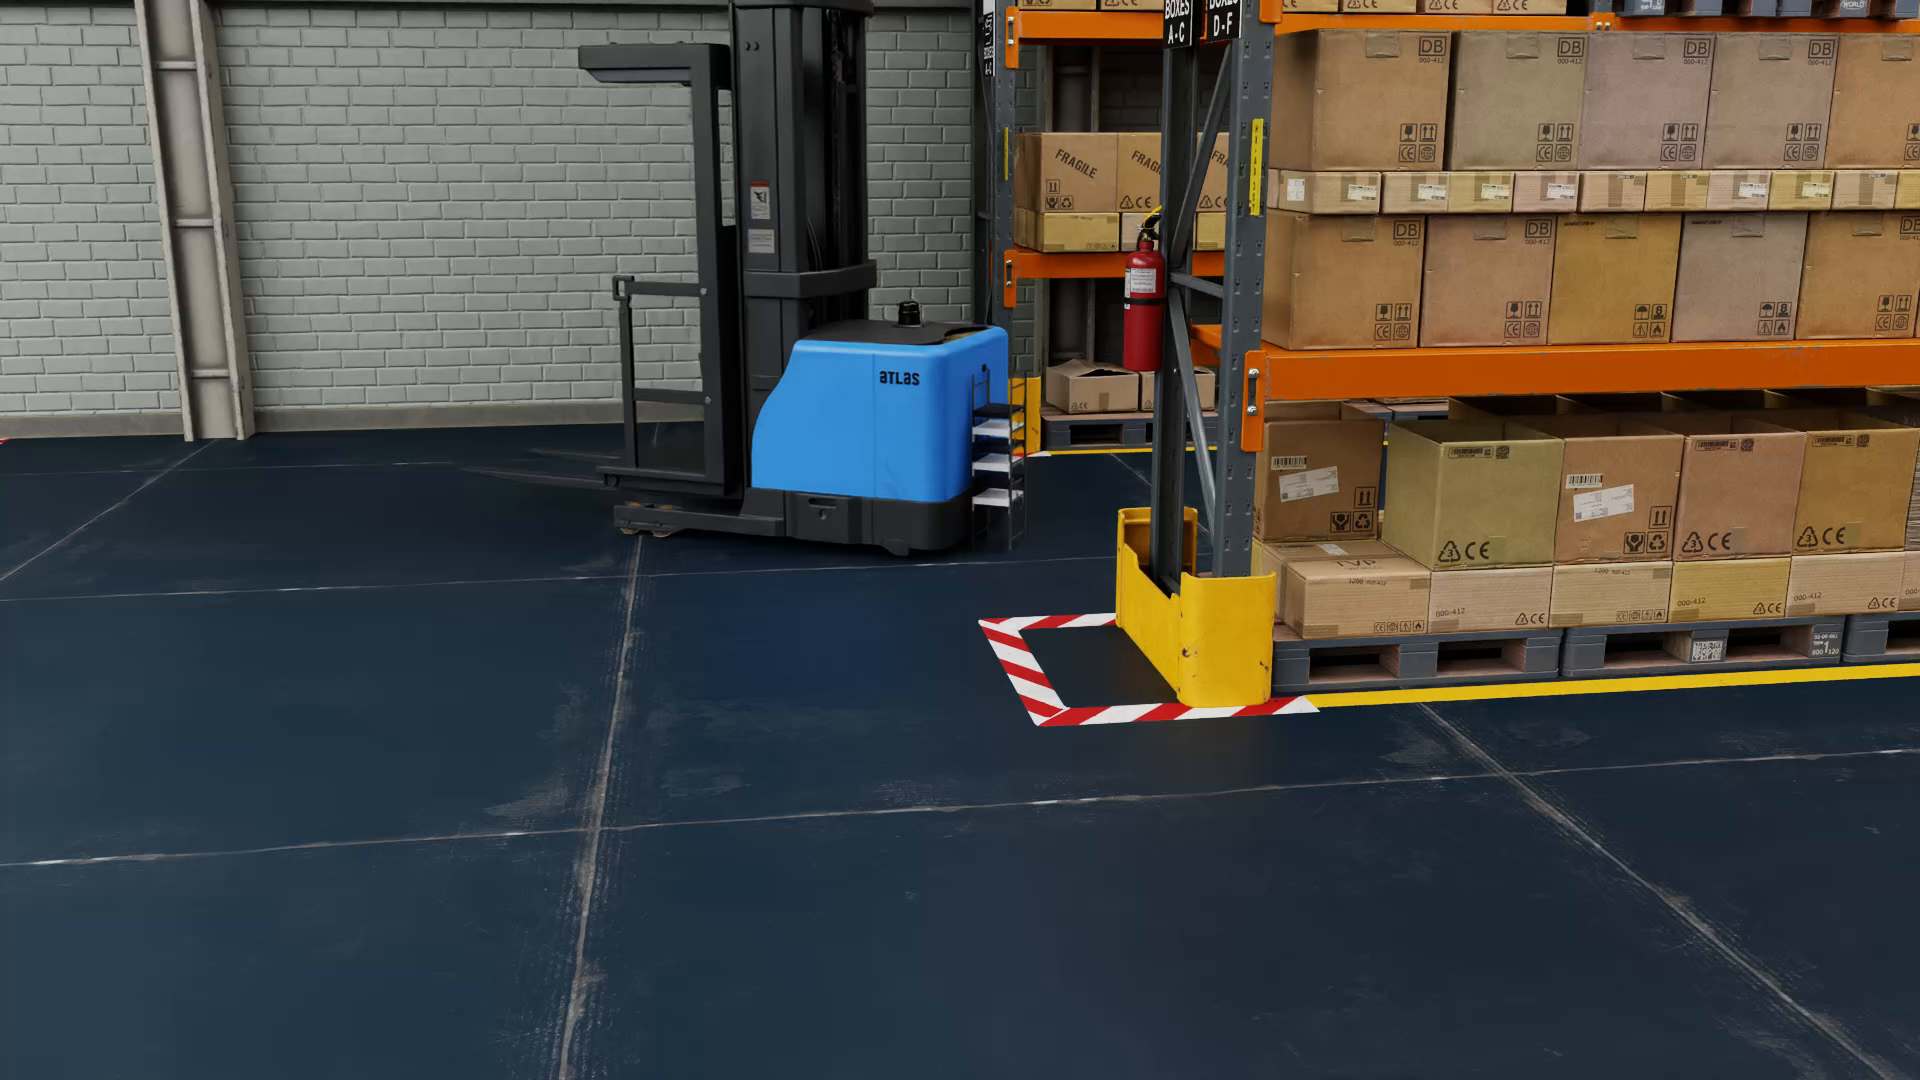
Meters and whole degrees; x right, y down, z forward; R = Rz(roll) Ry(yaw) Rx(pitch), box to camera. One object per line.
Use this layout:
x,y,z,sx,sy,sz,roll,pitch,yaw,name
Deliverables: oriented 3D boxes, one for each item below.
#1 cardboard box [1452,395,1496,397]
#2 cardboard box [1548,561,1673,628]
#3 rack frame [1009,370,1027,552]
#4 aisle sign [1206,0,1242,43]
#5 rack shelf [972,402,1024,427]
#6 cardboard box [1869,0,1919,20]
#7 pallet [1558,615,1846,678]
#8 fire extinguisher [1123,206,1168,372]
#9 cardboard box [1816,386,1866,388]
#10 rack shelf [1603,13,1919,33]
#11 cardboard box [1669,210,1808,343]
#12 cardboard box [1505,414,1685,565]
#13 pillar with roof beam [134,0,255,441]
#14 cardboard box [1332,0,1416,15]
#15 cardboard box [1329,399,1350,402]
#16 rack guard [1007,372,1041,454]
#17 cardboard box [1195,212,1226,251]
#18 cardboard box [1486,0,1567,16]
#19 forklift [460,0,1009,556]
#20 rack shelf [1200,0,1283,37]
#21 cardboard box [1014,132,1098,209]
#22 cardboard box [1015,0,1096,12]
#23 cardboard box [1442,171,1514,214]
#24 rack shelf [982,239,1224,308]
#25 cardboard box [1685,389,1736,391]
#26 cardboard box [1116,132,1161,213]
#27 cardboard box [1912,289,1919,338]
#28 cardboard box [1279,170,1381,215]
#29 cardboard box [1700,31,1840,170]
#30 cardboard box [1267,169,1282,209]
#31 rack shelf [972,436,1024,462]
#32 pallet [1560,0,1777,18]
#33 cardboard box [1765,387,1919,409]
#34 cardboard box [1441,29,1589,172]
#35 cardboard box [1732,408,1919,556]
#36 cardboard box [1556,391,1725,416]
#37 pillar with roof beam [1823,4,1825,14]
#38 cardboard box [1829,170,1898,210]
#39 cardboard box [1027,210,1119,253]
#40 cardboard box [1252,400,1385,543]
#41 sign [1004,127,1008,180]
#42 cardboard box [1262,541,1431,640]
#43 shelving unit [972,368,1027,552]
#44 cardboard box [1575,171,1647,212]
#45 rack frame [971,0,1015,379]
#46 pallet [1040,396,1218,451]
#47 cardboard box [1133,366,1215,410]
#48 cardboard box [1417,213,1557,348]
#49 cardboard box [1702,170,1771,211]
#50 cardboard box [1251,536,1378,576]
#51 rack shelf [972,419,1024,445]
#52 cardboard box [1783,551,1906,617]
3.641,-1.121,11.945,0.250,0.166,0.380,-4,15,-16,cardboard box
2.504,0.155,6.726,0.500,0.250,0.500,-2,14,-8,cardboard box
0.295,-0.401,8.473,0.006,0.900,0.240,5,15,21,rack frame
0.933,-2.157,5.811,0.004,0.787,0.394,-2,14,-8,aisle sign
0.201,-0.640,8.451,0.200,0.077,0.258,5,15,21,rack shelf
6.826,-3.943,11.859,0.637,0.503,0.797,0,14,0,cardboard box
2.906,0.299,7.094,1.213,0.211,1.003,-2,14,-8,pallet
0.766,-1.042,6.869,0.183,0.674,0.296,-2,14,-8,fire extinguisher
6.403,-1.400,12.372,0.500,0.500,0.700,-2,14,-9,cardboard box
6.144,-3.487,11.771,4.000,0.370,1.077,-2,14,-8,rack shelf
2.946,-1.091,6.700,0.500,0.500,0.700,-2,14,-7,cardboard box
2.502,-0.211,6.646,0.500,0.500,0.500,-2,14,-8,cardboard box
-4.518,-4.054,6.387,0.400,9.000,9.100,-2,14,-8,pillar with roof beam
2.659,-3.699,10.893,0.500,0.500,0.500,-3,14,-11,cardboard box
2.581,-1.086,11.841,0.250,0.149,0.380,-3,14,-13,cardboard box
0.286,-0.954,11.497,0.348,0.500,1.175,-2,14,-8,rack guard
1.756,-2.081,11.120,0.500,0.250,0.500,-2,14,-9,cardboard box
3.701,-3.744,11.070,0.500,0.500,0.500,-2,14,-7,cardboard box
-1.300,-1.546,8.862,3.031,2.935,1.130,5,15,21,forklift
2.930,-2.150,6.442,4.000,0.370,1.077,-2,14,-8,rack shelf
0.645,-2.532,11.378,0.500,0.500,0.500,-2,14,-9,cardboard box
0.579,-3.628,10.611,0.500,0.500,0.500,-2,14,-7,cardboard box
1.880,-1.316,6.265,0.250,0.149,0.380,-2,14,-8,cardboard box
2.188,-1.887,11.558,4.000,0.370,1.077,-2,14,-8,rack shelf
5.395,-1.371,12.255,0.500,0.500,0.700,-2,14,-9,cardboard box
1.218,-2.425,10.949,0.500,0.500,0.500,-2,14,-8,cardboard box
3.949,-1.127,6.844,0.500,0.500,0.700,-2,14,-9,cardboard box
1.372,-1.297,6.190,0.250,0.149,0.380,-2,14,-9,cardboard box
2.981,-1.722,6.551,0.500,0.500,0.700,-2,14,-8,cardboard box
1.302,-1.395,6.578,0.250,0.149,0.380,-2,14,-9,cardboard box
0.201,-0.465,8.495,0.200,0.077,0.258,5,15,21,rack shelf
4.792,-3.669,11.405,1.003,0.211,1.213,-2,14,-8,pallet
3.909,-0.389,7.354,0.500,0.500,0.500,-2,14,-8,cardboard box
1.987,-1.686,6.405,0.500,0.500,0.700,-2,14,-10,cardboard box
3.492,-0.247,6.787,0.500,0.500,0.500,-2,14,-8,cardboard box
2.920,-0.354,7.215,0.500,0.500,0.500,-2,14,-8,cardboard box
7.348,-4.489,8.121,0.400,9.000,9.100,-2,14,-8,pillar with roof beam
3.415,-1.373,6.491,0.250,0.149,0.380,-2,14,-7,cardboard box
0.741,-2.042,10.963,0.500,0.250,0.500,-3,14,-10,cardboard box
1.438,-0.297,6.986,0.500,0.500,0.500,-2,14,-8,cardboard box
0.292,-2.453,10.556,0.005,0.325,0.100,-2,14,-8,sign
1.516,0.192,6.578,0.500,0.250,0.500,-2,14,-8,cardboard box
0.201,-0.411,8.509,0.210,0.900,0.258,5,15,21,shelving unit
2.393,-1.335,6.341,0.250,0.149,0.380,-3,14,-10,cardboard box
0.211,-2.163,11.182,0.127,3.000,1.000,-2,14,-8,rack frame
1.094,-0.834,11.615,1.213,0.211,1.003,-2,14,-8,pallet
1.472,-1.097,11.551,0.500,0.311,0.500,-1,14,-4,cardboard box
1.934,-1.054,6.554,0.500,0.500,0.700,-2,14,-7,cardboard box
2.893,-1.353,6.411,0.250,0.149,0.380,-2,14,-8,cardboard box
1.439,0.068,7.075,0.500,0.250,0.500,-2,14,-8,cardboard box
0.201,-0.553,8.473,0.200,0.077,0.258,5,15,21,rack shelf
3.494,0.120,6.866,0.500,0.250,0.500,-2,14,-8,cardboard box
